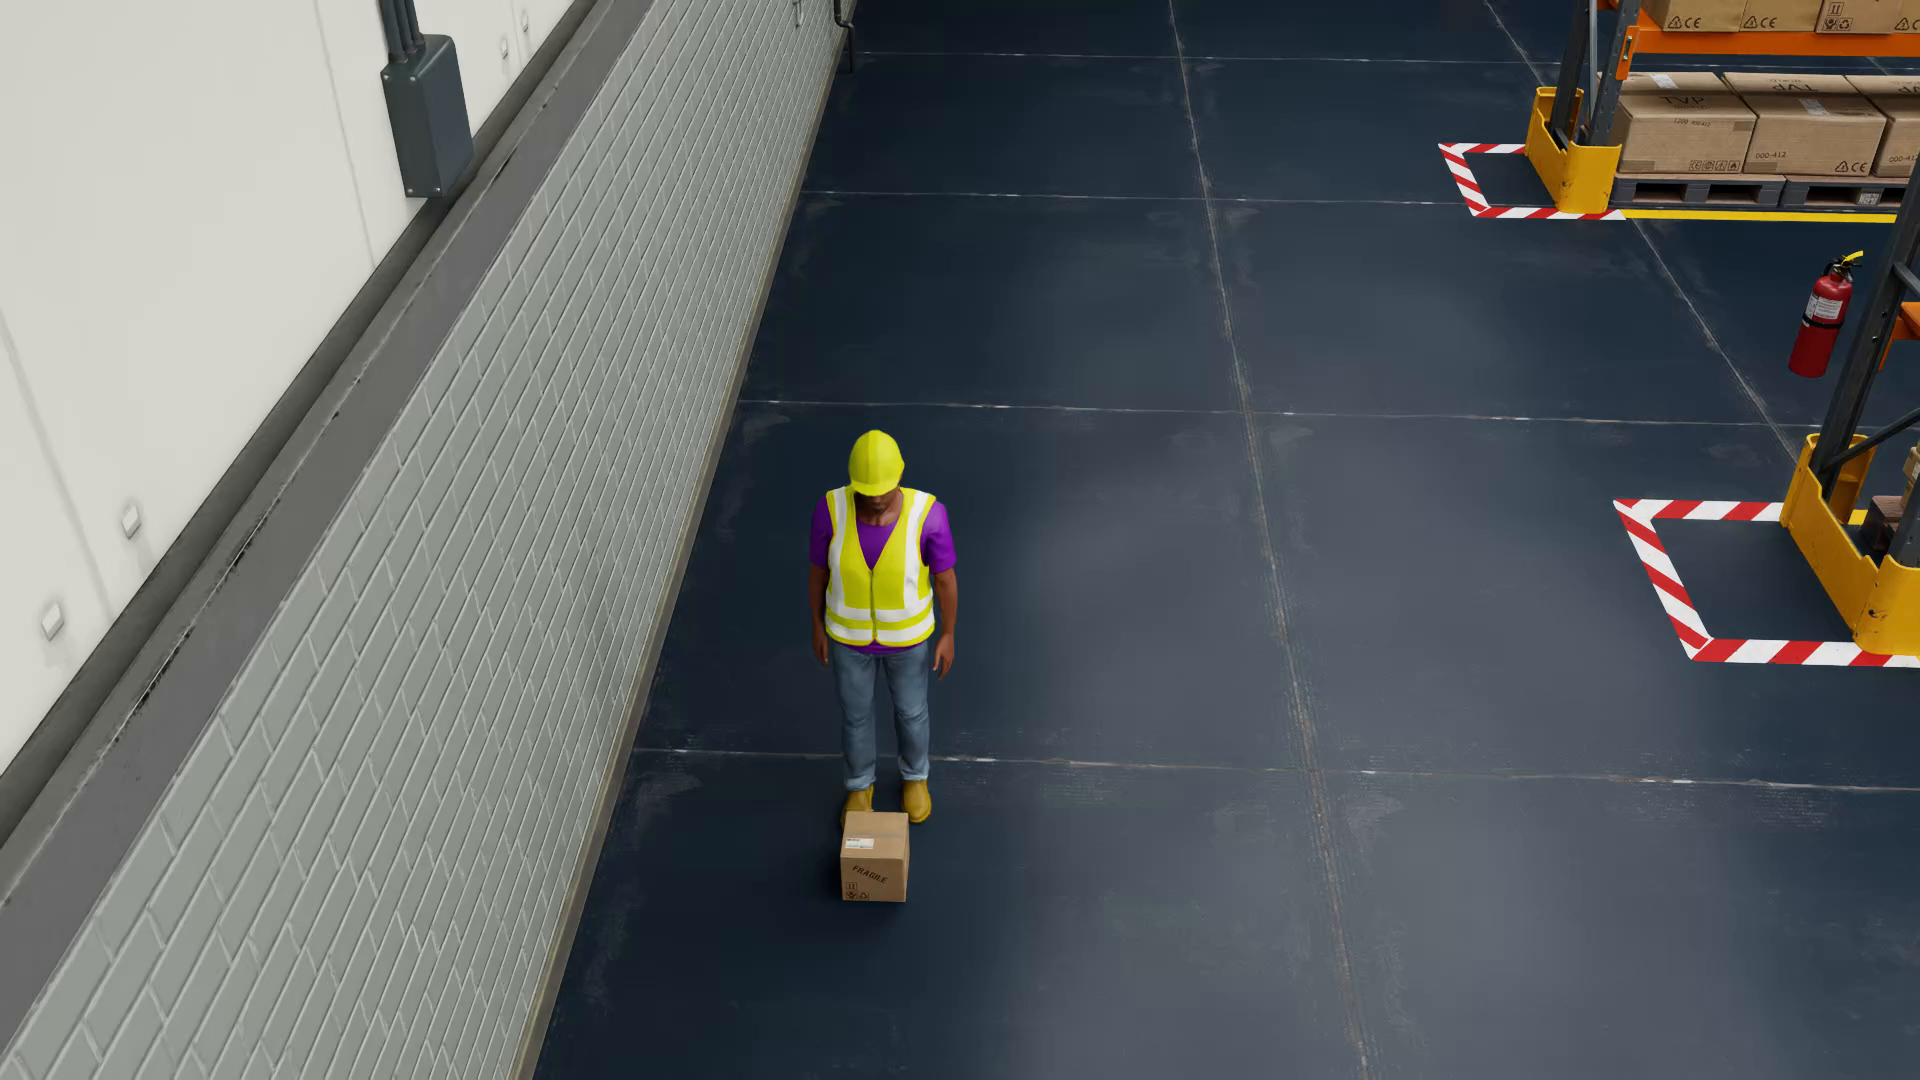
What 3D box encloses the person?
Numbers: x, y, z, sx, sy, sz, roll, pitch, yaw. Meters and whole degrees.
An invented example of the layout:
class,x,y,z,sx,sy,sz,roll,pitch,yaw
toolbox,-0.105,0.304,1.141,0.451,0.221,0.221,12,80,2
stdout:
class,x,y,z,sx,sy,sz,roll,pitch,yaw
person,-0.306,0.383,6.561,0.587,1.782,0.462,2,36,3
